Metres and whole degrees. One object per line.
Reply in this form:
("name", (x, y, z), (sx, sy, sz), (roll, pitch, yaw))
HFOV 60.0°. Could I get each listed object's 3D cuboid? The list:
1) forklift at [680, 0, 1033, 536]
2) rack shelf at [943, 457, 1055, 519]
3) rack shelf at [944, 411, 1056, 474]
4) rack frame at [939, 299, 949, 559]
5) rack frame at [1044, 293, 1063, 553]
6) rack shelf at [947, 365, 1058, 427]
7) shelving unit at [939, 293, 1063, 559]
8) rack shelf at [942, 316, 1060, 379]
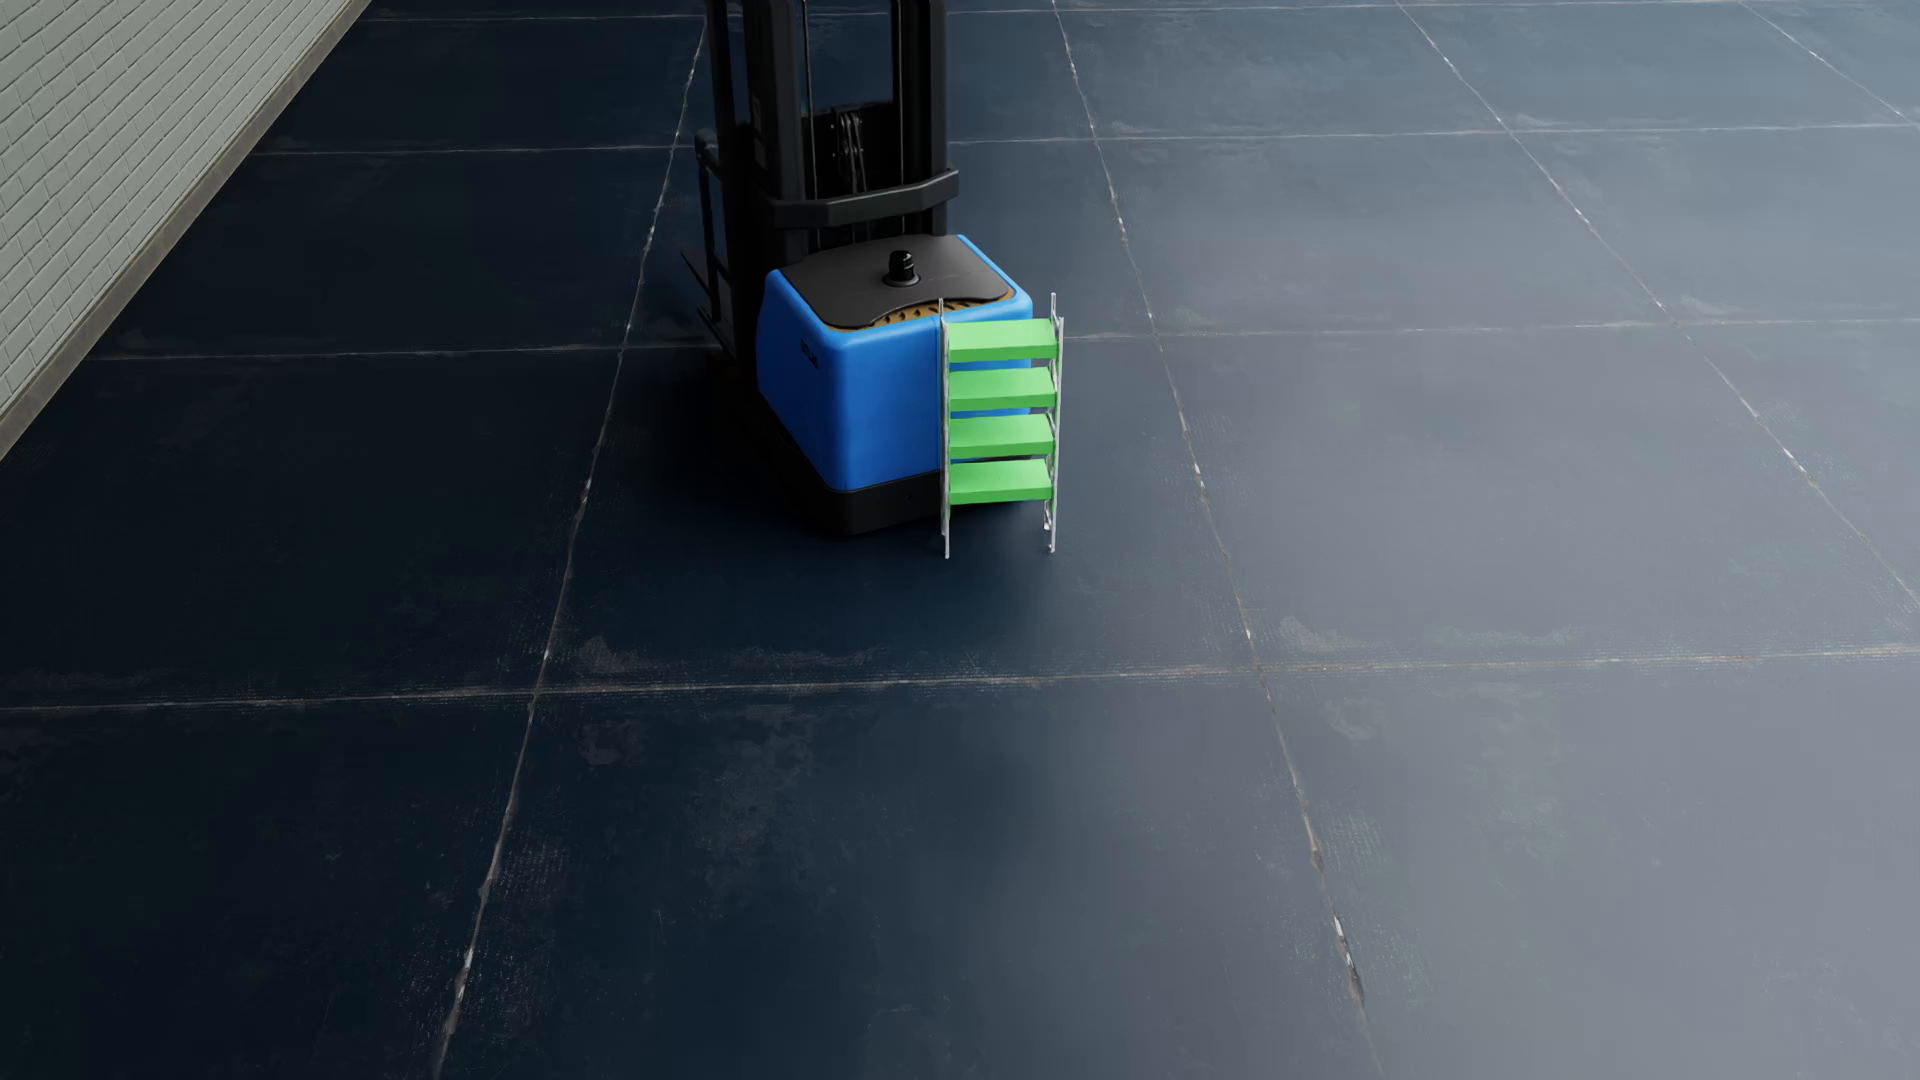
("forklift", (-0.726, -2.052, 8.140), (1.130, 2.935, 3.031), (-14, 37, -20))
("rack shelf", (0.173, -0.239, 7.576), (0.480, 0.148, 0.258), (-3, 35, -5))
("rack shelf", (0.173, -0.437, 7.439), (0.480, 0.148, 0.258), (-3, 35, -5))
("rack frame", (-0.070, -0.475, 7.382), (0.015, 1.200, 0.240), (-3, 35, -5))
("rack frame", (0.415, -0.504, 7.423), (0.015, 1.200, 0.240), (-3, 35, -5))
("rack shelf", (0.173, -0.634, 7.302), (0.480, 0.148, 0.258), (-3, 35, -5))
("shelving unit", (0.173, -0.489, 7.403), (0.503, 1.200, 0.258), (-3, 35, -5))
("rack shelf", (0.173, -0.831, 7.166), (0.480, 0.148, 0.258), (-3, 35, -5))
